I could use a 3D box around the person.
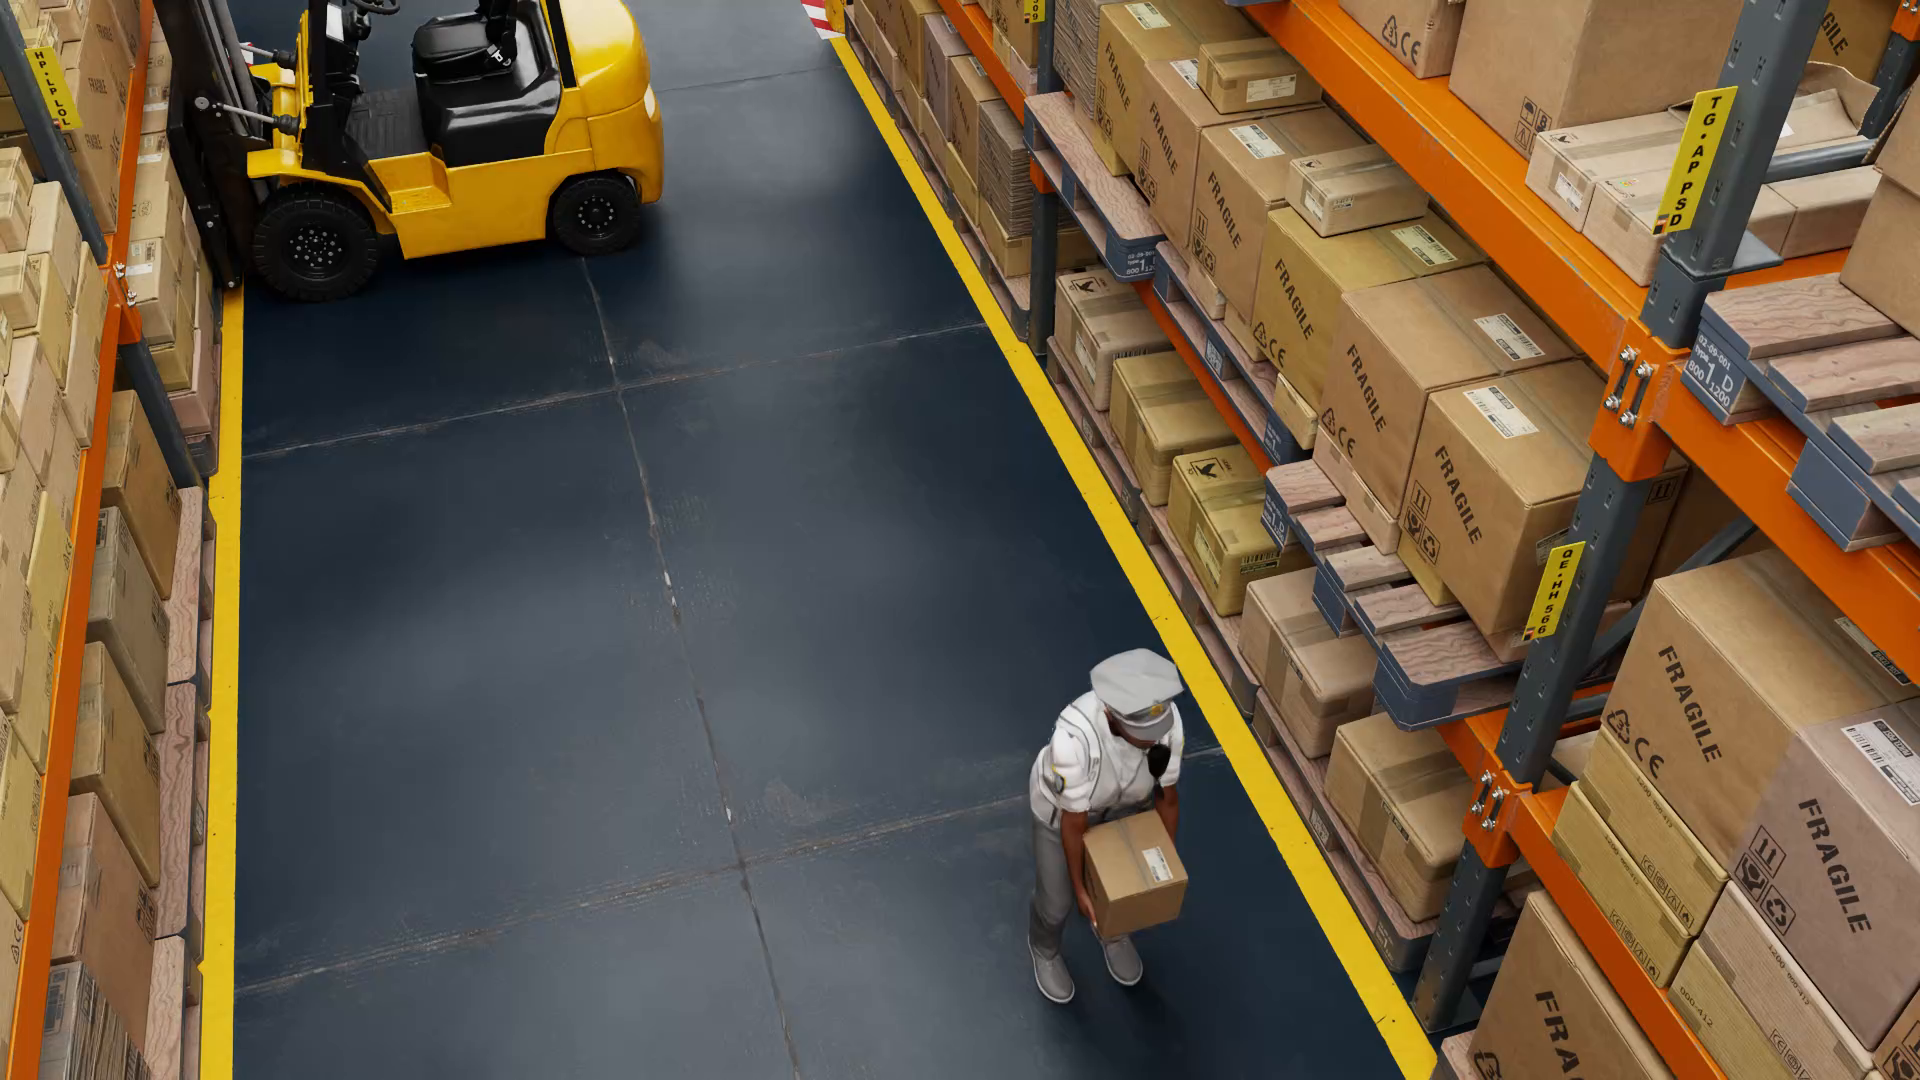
[{"bbox_3d":[0.455,0.913,5.199,0.415,1.625,0.566,-13,44,-13],"label":"person"}]
